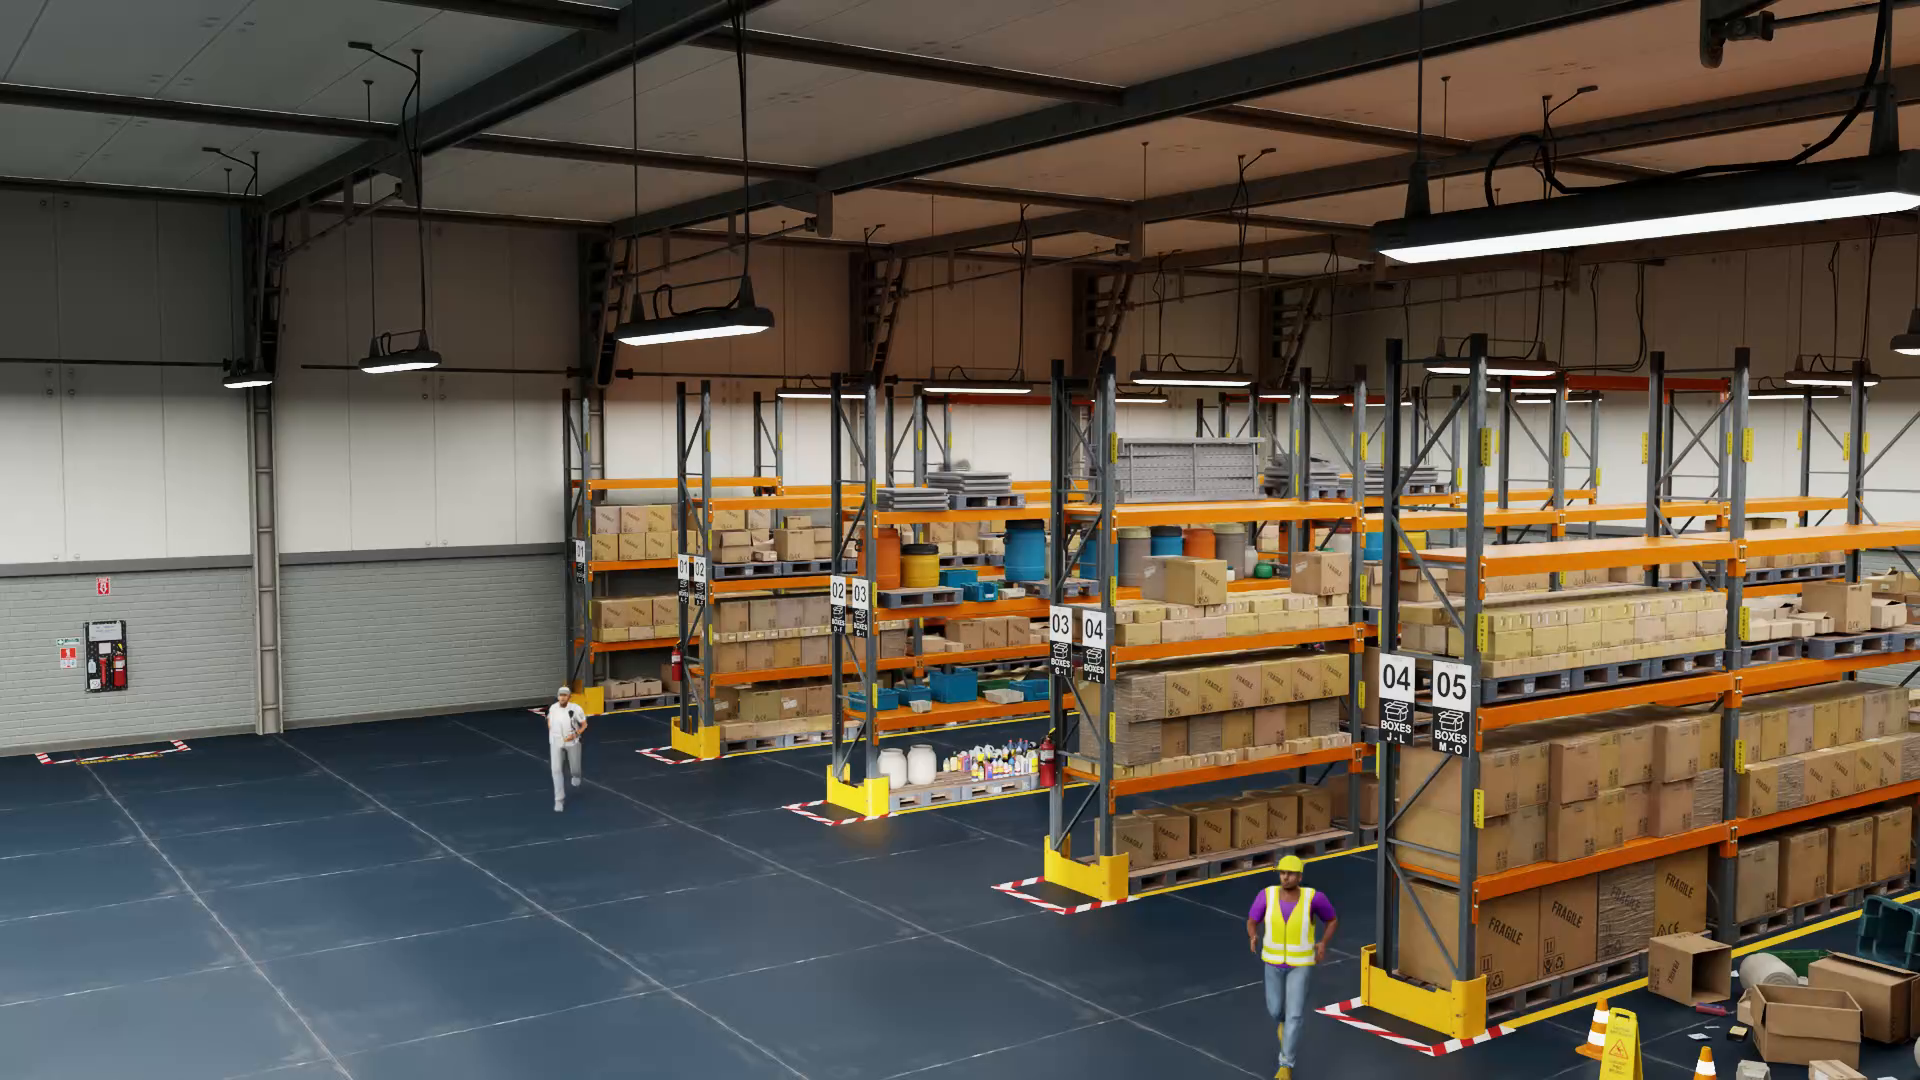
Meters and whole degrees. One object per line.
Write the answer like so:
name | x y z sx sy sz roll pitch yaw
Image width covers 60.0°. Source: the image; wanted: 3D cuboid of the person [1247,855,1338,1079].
person | 2.658 3.414 13.456 0.715 1.745 0.953 1 4 22

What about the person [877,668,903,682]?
person | -1.348 2.036 30.889 0.788 1.788 0.700 -2 4 -31

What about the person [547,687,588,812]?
person | -5.484 2.876 23.223 0.578 1.684 1.066 0 4 -6
